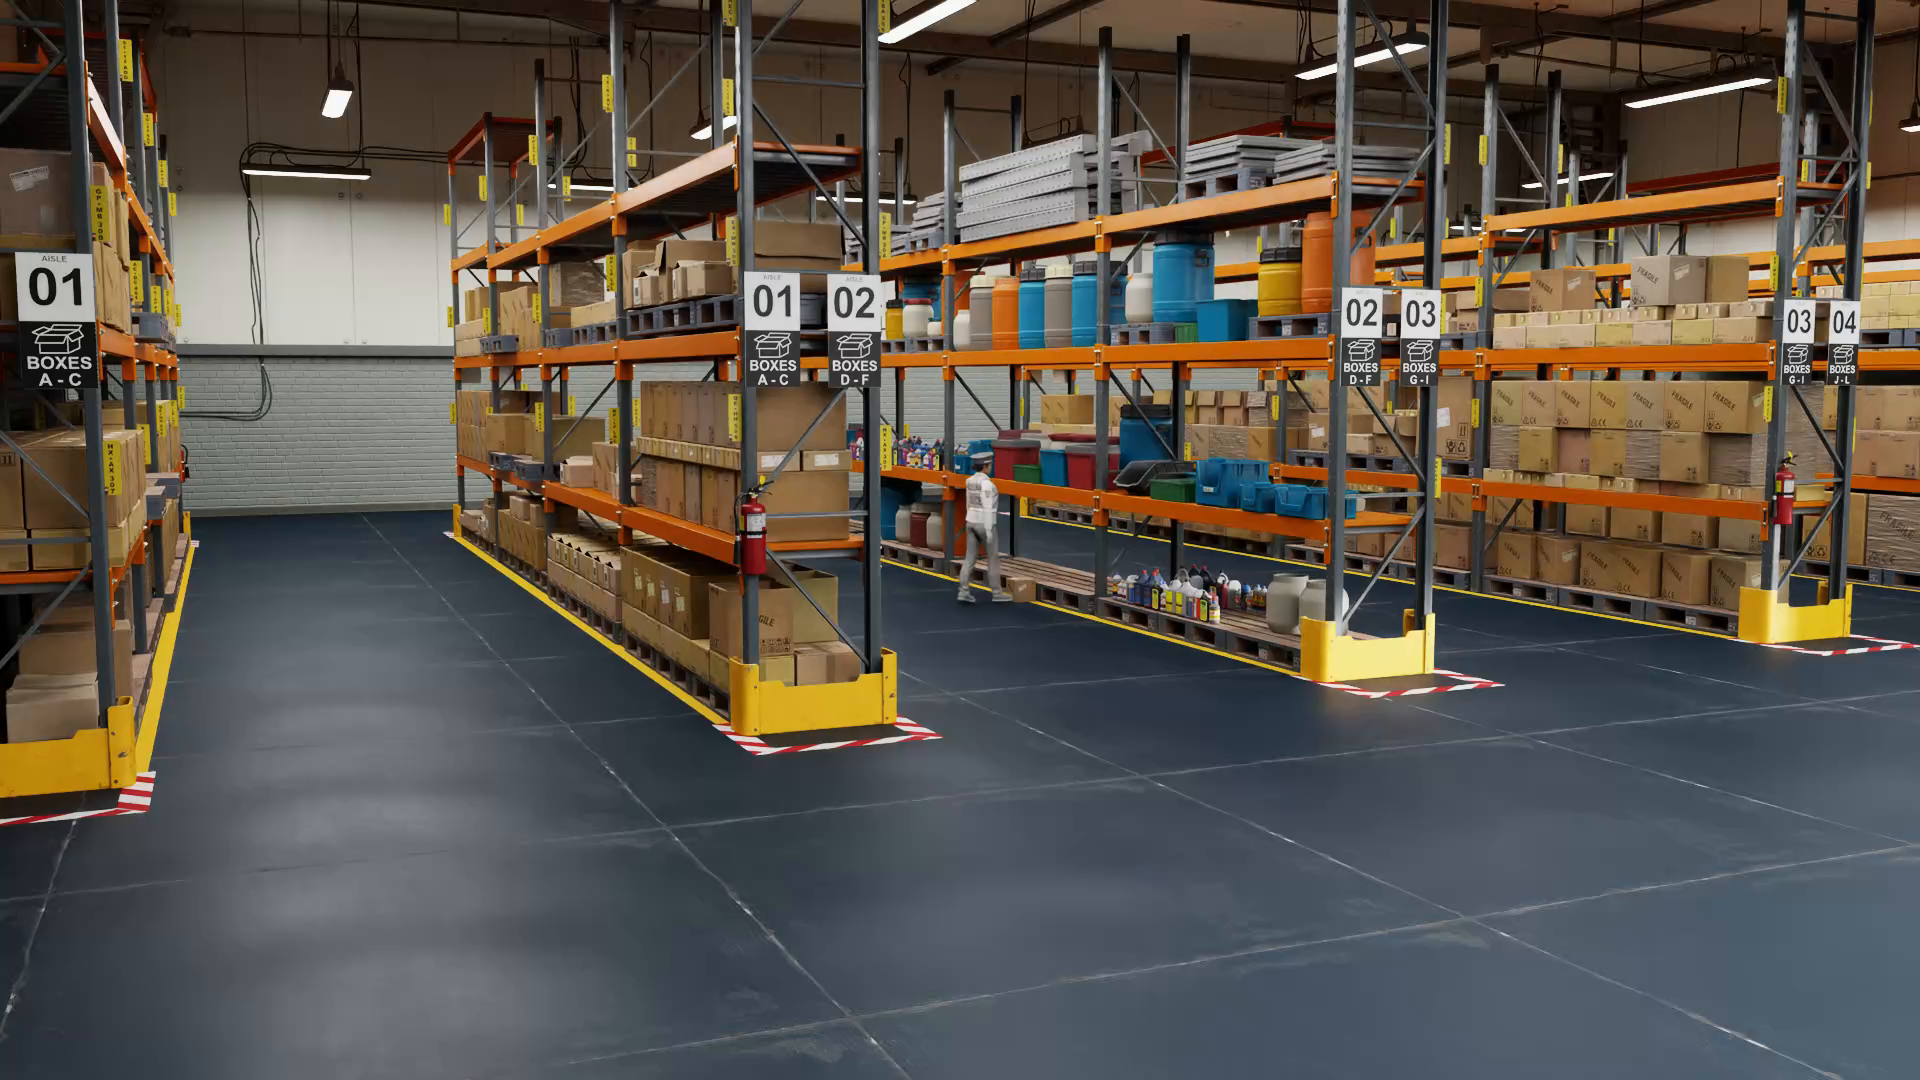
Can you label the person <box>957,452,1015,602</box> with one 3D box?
[{"bbox_3d":[0.279,-0.144,18.337,0.658,1.663,0.482,-4,7,-35],"label":"person"}]
